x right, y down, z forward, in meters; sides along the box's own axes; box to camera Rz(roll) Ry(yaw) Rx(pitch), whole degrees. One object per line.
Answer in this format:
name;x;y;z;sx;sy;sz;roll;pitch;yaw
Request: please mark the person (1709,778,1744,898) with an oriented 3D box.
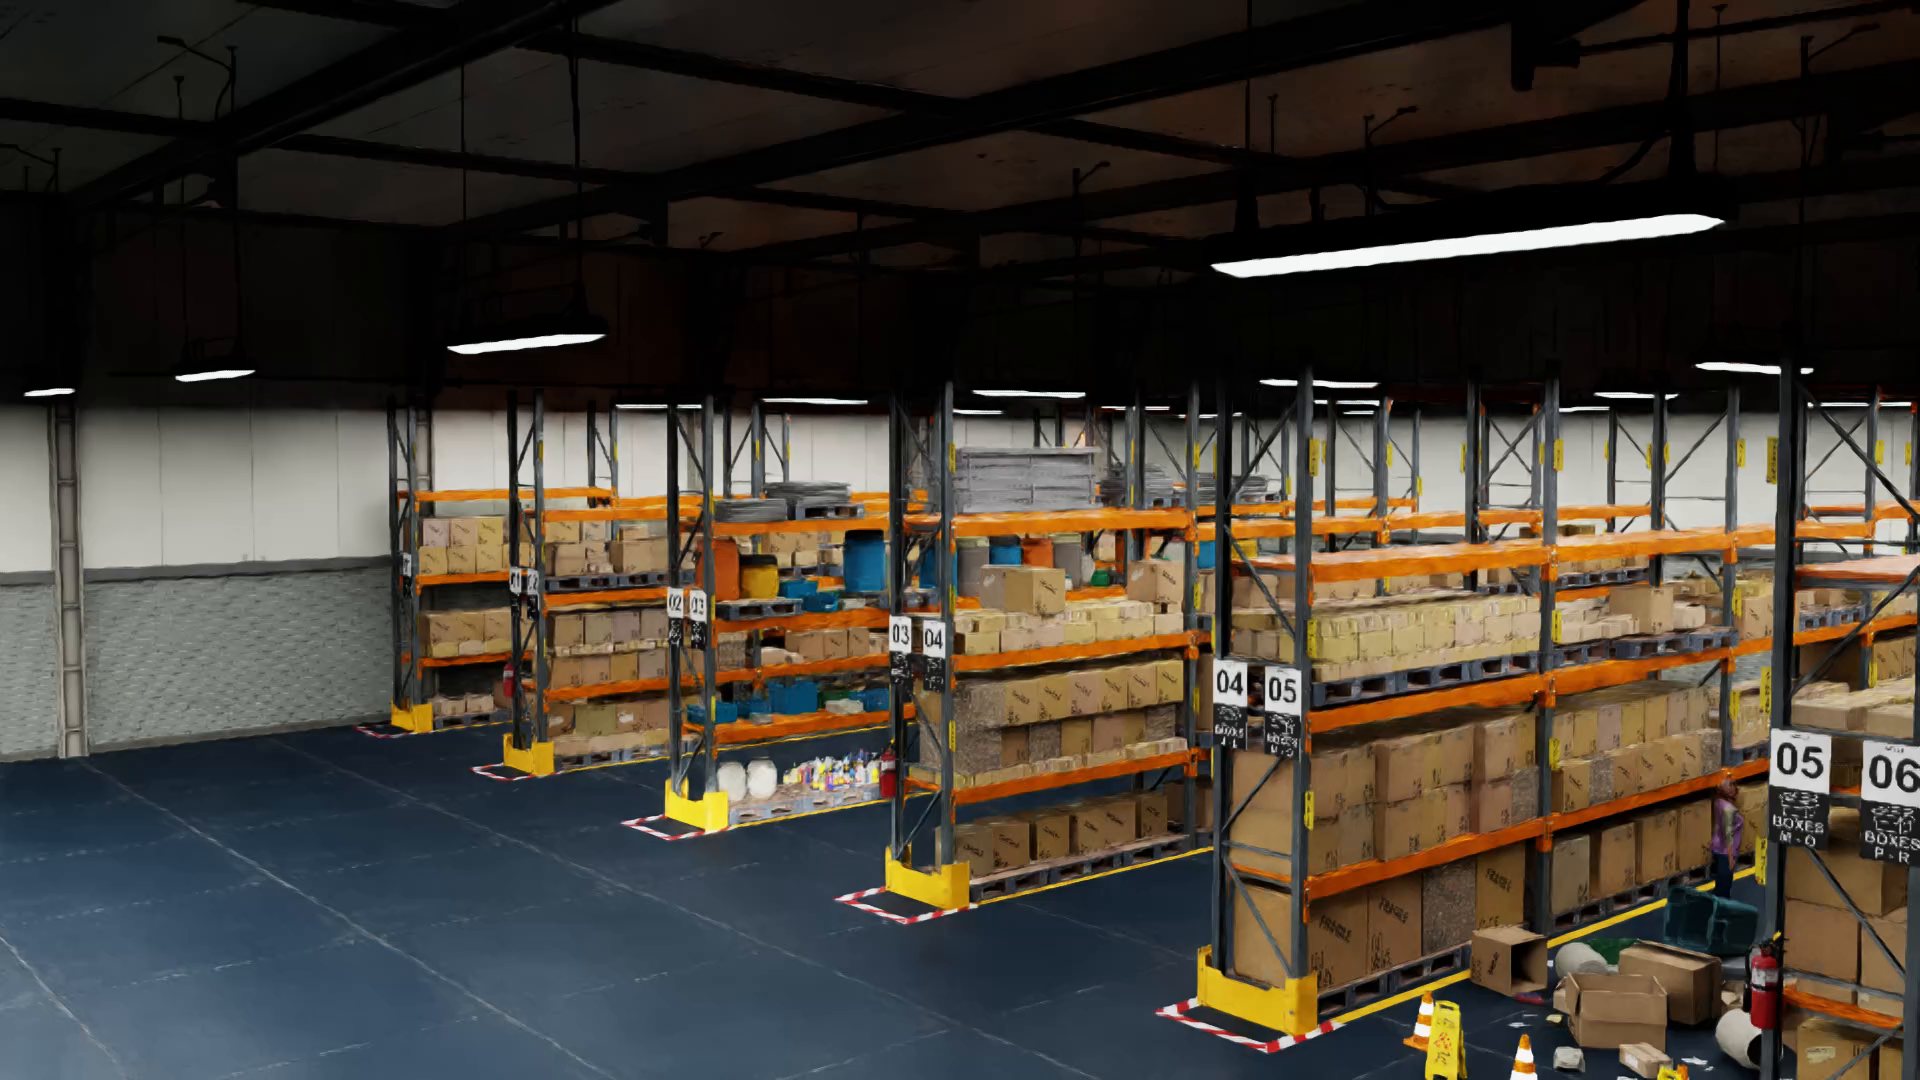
person;8.144;3.323;17.621;0.405;1.600;0.468;1;4;18
